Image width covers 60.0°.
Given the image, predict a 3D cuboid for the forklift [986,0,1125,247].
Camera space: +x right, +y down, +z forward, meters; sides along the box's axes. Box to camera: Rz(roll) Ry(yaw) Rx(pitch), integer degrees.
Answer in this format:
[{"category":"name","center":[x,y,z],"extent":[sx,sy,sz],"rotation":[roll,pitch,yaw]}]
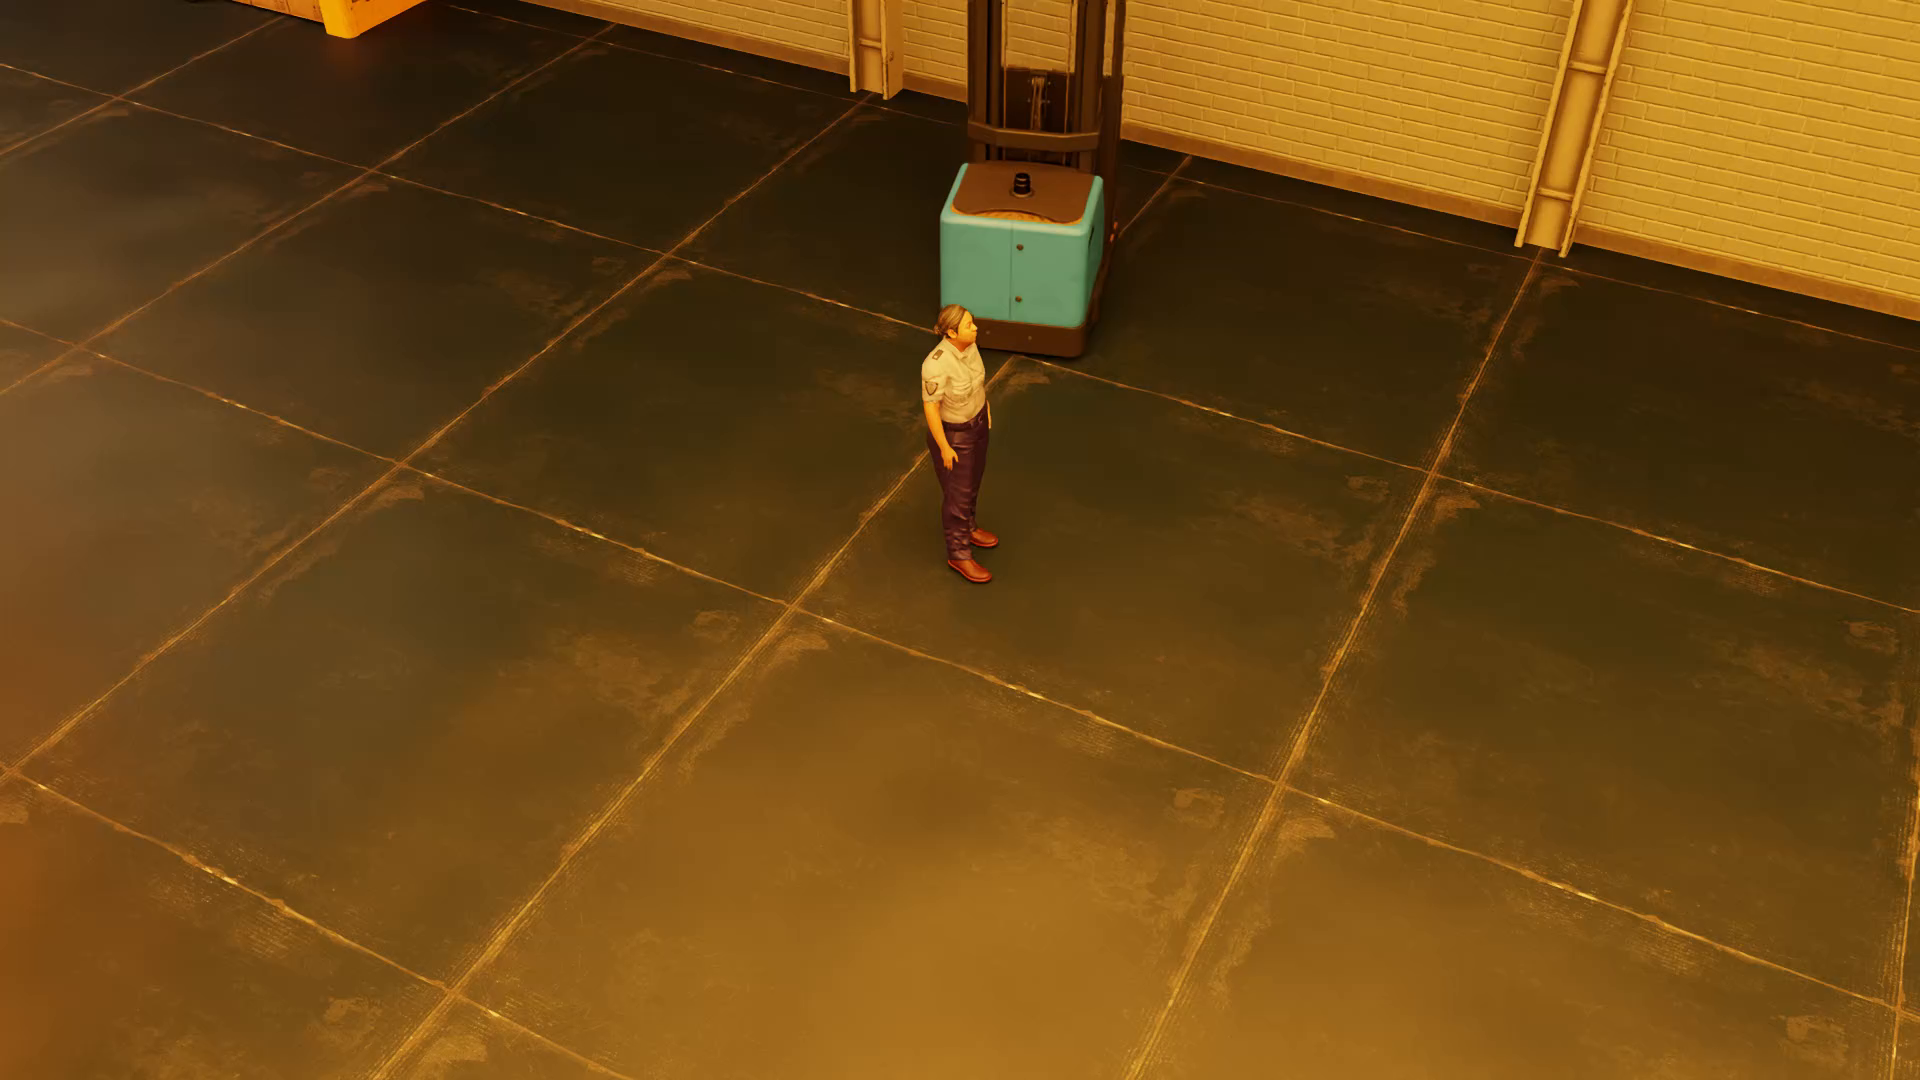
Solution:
[{"category":"forklift","center":[0.648,-3.358,11.974],"extent":[1.121,2.935,3.031],"rotation":[7,41,9]}]

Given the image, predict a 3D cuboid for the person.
[{"category":"person","center":[0.069,-0.597,9.680],"extent":[0.503,1.650,0.599],"rotation":[18,43,21]}]
